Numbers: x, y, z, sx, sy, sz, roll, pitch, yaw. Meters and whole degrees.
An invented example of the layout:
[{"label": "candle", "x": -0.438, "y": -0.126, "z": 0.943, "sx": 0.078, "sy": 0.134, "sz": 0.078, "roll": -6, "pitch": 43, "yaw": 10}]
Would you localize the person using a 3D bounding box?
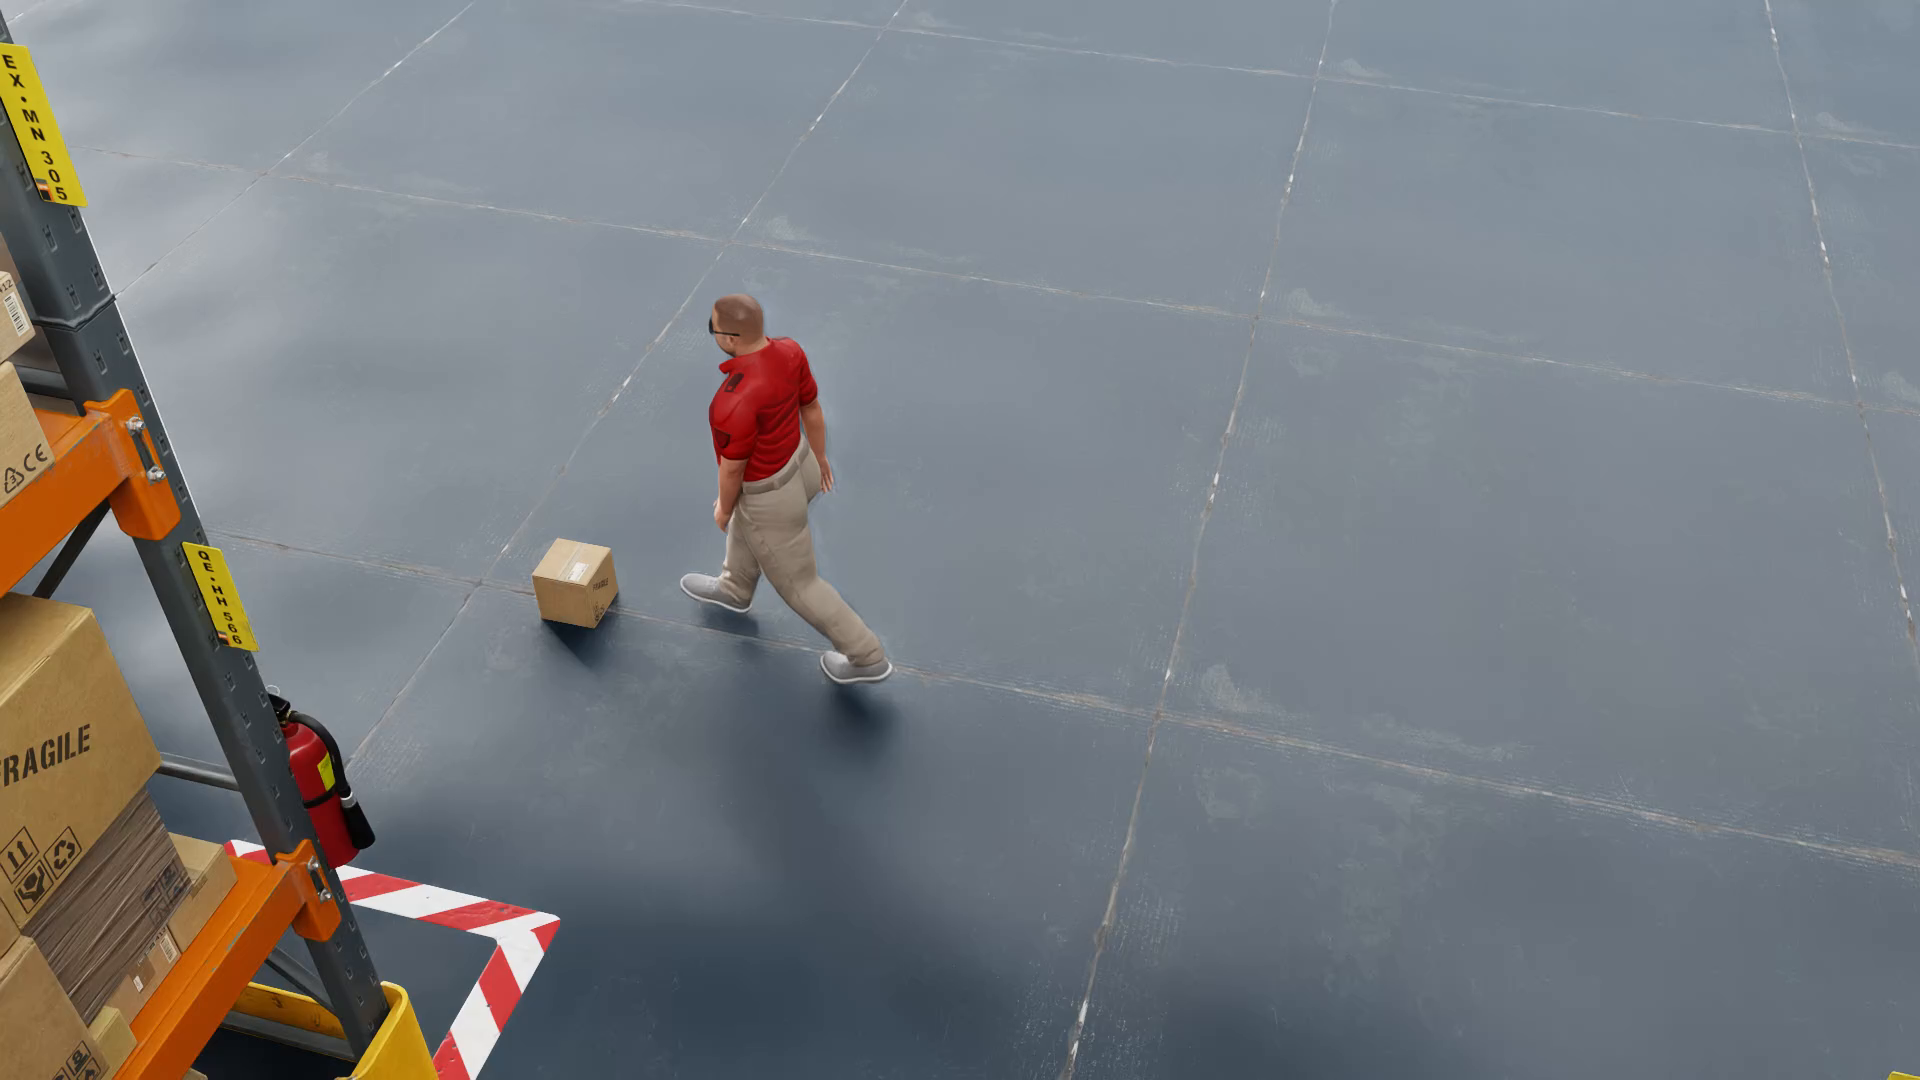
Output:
[{"label": "person", "x": -0.735, "y": -0.221, "z": 6.440, "sx": 1.056, "sy": 1.677, "sz": 0.557, "roll": 12, "pitch": 42, "yaw": 14}]
